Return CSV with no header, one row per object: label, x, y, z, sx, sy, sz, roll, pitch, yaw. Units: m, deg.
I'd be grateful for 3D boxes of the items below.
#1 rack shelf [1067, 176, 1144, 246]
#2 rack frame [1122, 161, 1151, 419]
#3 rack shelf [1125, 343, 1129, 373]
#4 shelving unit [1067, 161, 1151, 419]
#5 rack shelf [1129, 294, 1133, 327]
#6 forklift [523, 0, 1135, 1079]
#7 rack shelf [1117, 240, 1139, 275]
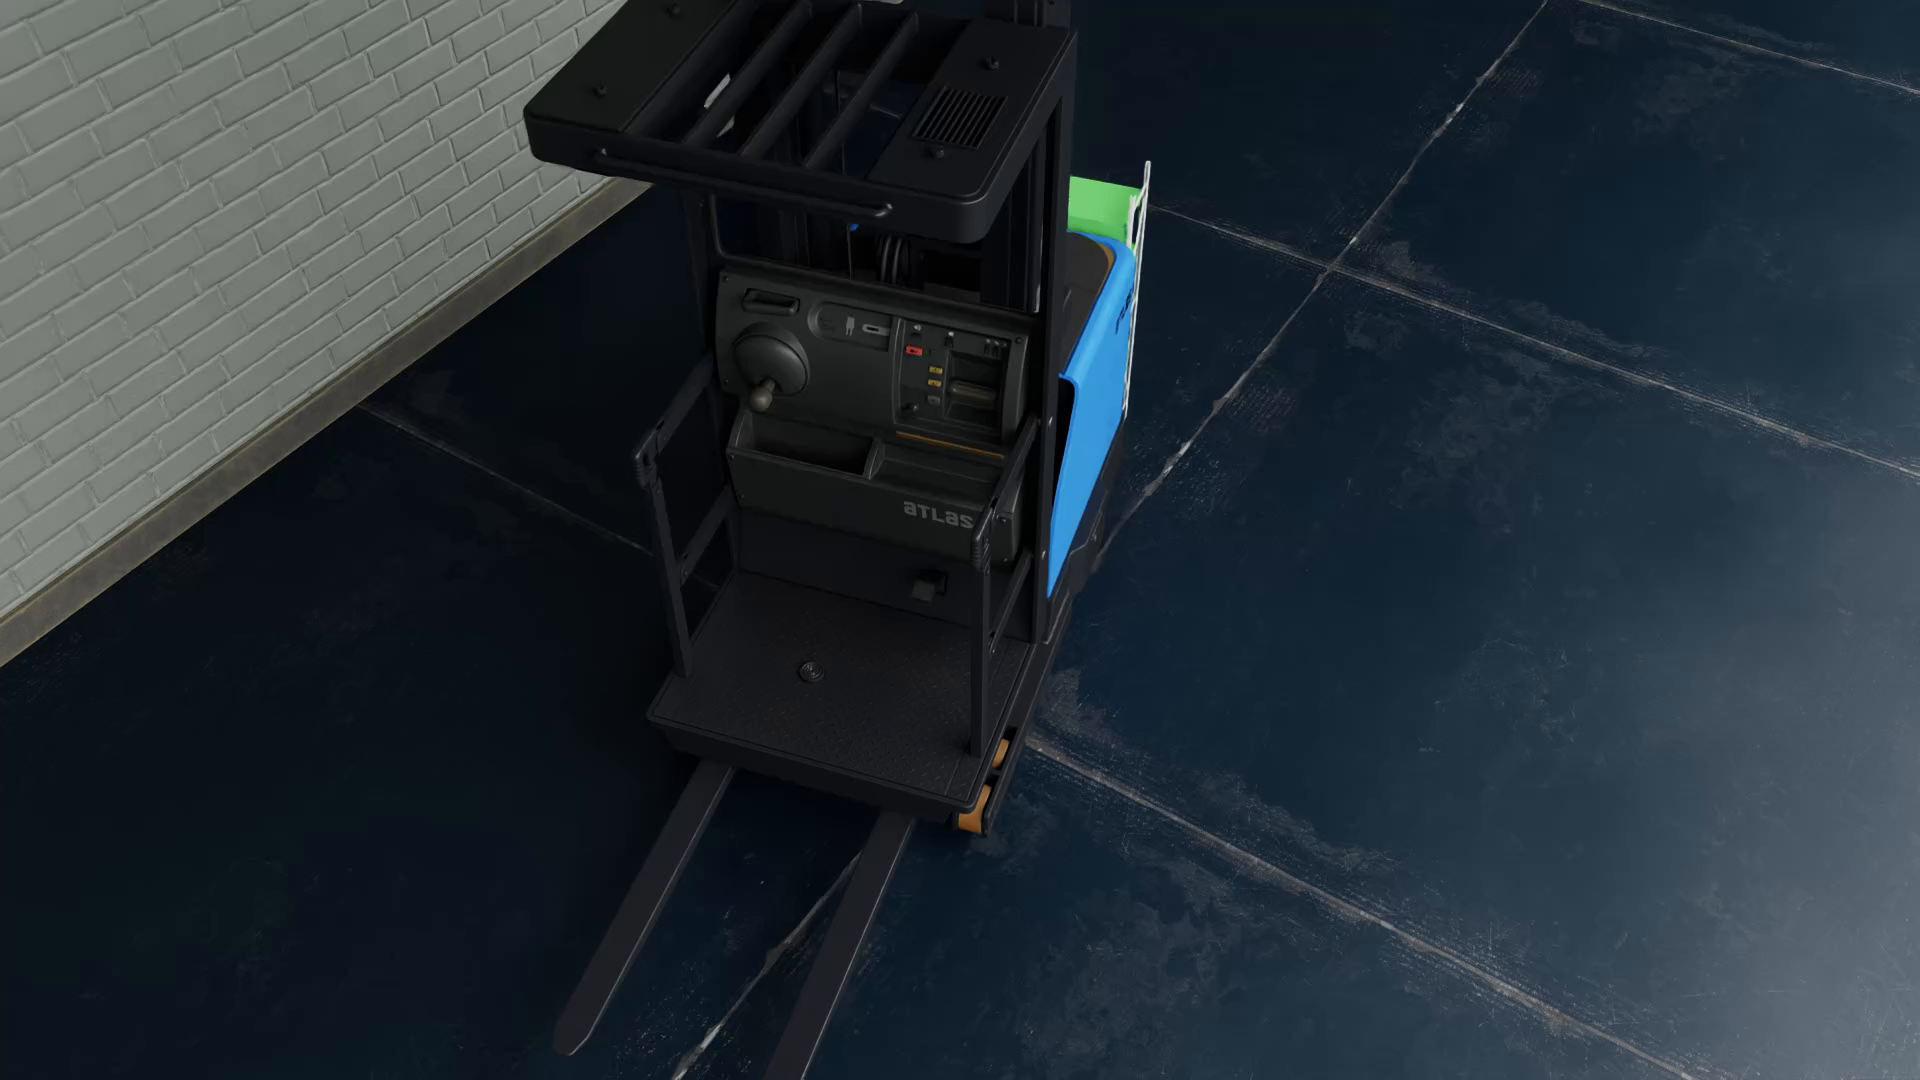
rack shelf,0.398,-1.186,5.985,0.480,0.148,0.258,14,47,13
rack frame,0.629,-0.840,6.230,0.015,1.200,0.240,14,47,13
rack shelf,0.398,-0.684,6.501,0.480,0.148,0.258,14,47,13
shelving unit,0.398,-0.896,6.284,0.503,1.200,0.258,14,47,13
rack shelf,0.398,-0.851,6.329,0.480,0.148,0.258,14,47,13
forklift,-0.328,-0.416,4.610,1.130,2.935,3.031,14,47,13
rack shelf,0.398,-1.018,6.157,0.480,0.148,0.258,14,47,13
